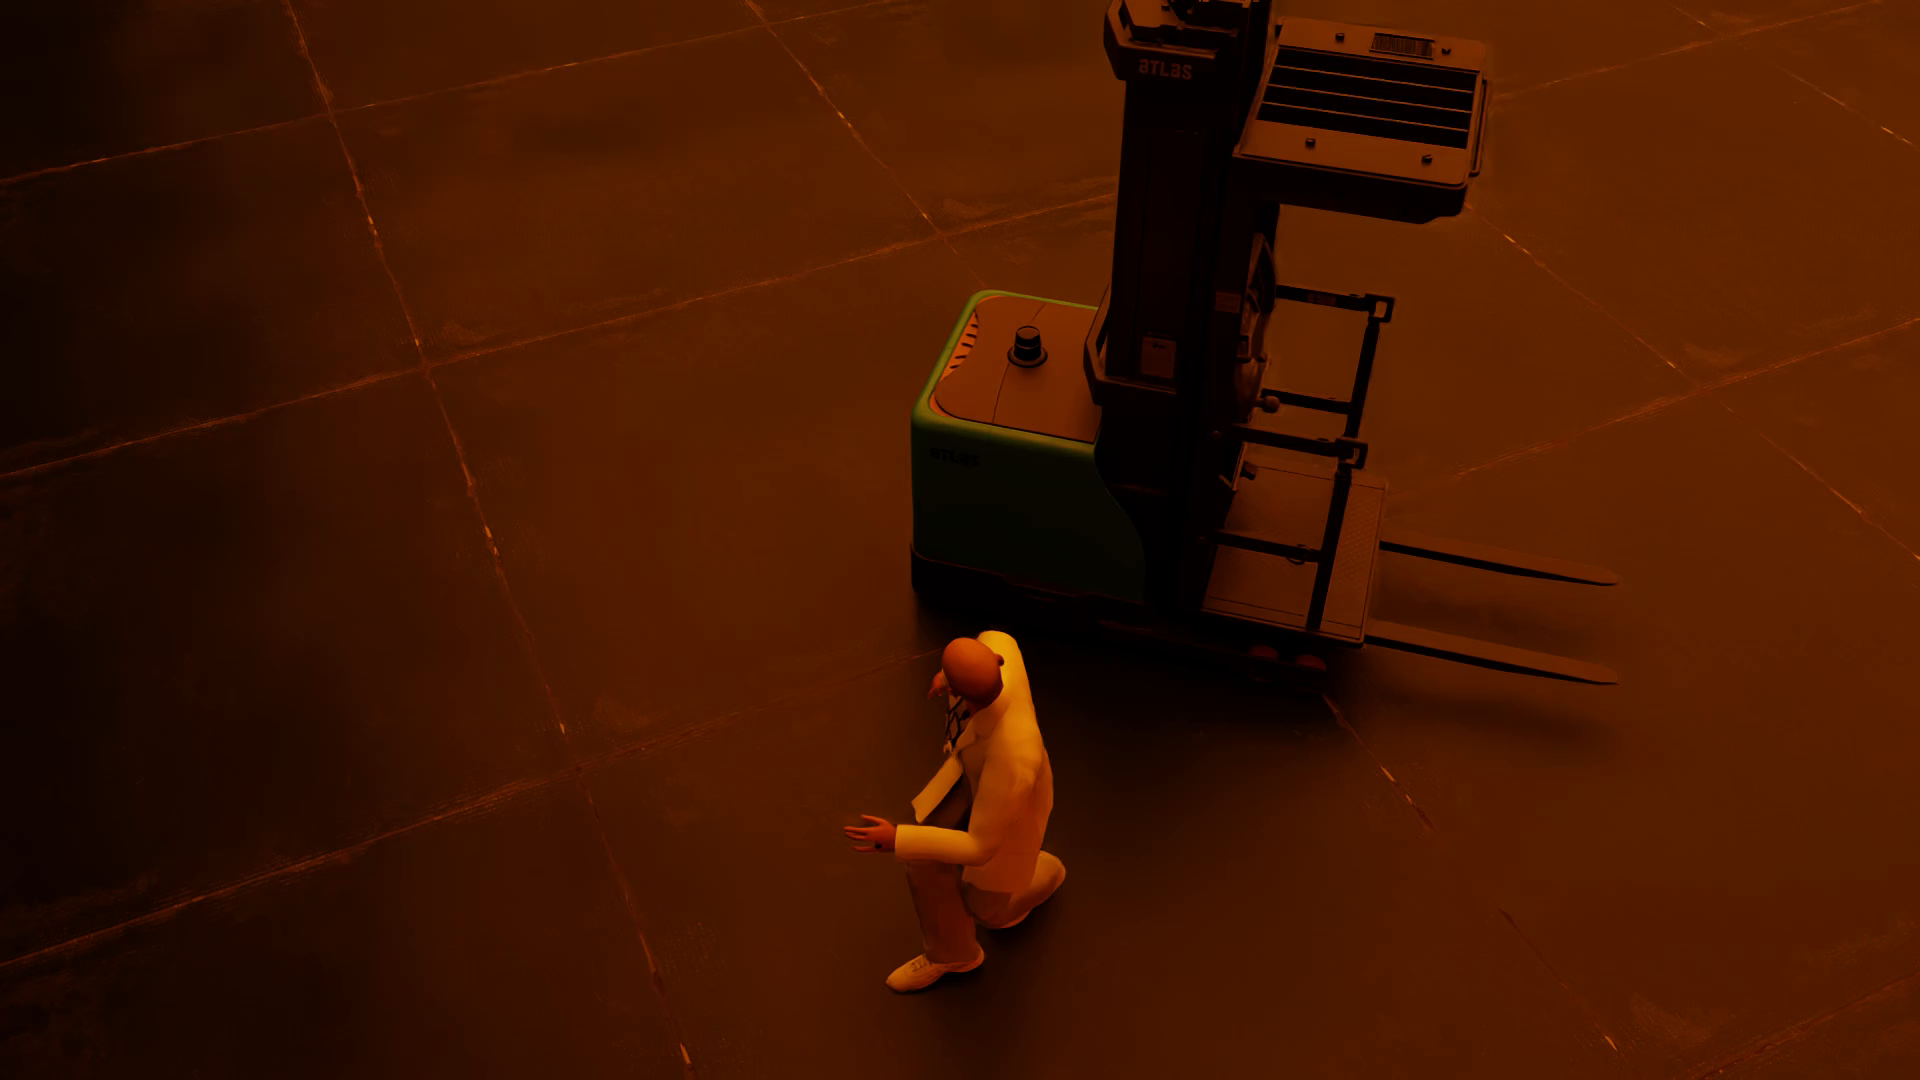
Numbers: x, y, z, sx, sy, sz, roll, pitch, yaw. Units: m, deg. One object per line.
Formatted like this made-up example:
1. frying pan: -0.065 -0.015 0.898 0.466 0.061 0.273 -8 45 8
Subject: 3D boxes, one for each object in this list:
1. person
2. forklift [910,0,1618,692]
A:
1. person: -0.023 0.860 5.724 0.907 1.644 0.912 -18 46 -19
2. forklift: 1.356 -0.828 6.567 3.031 2.935 1.130 11 44 12
